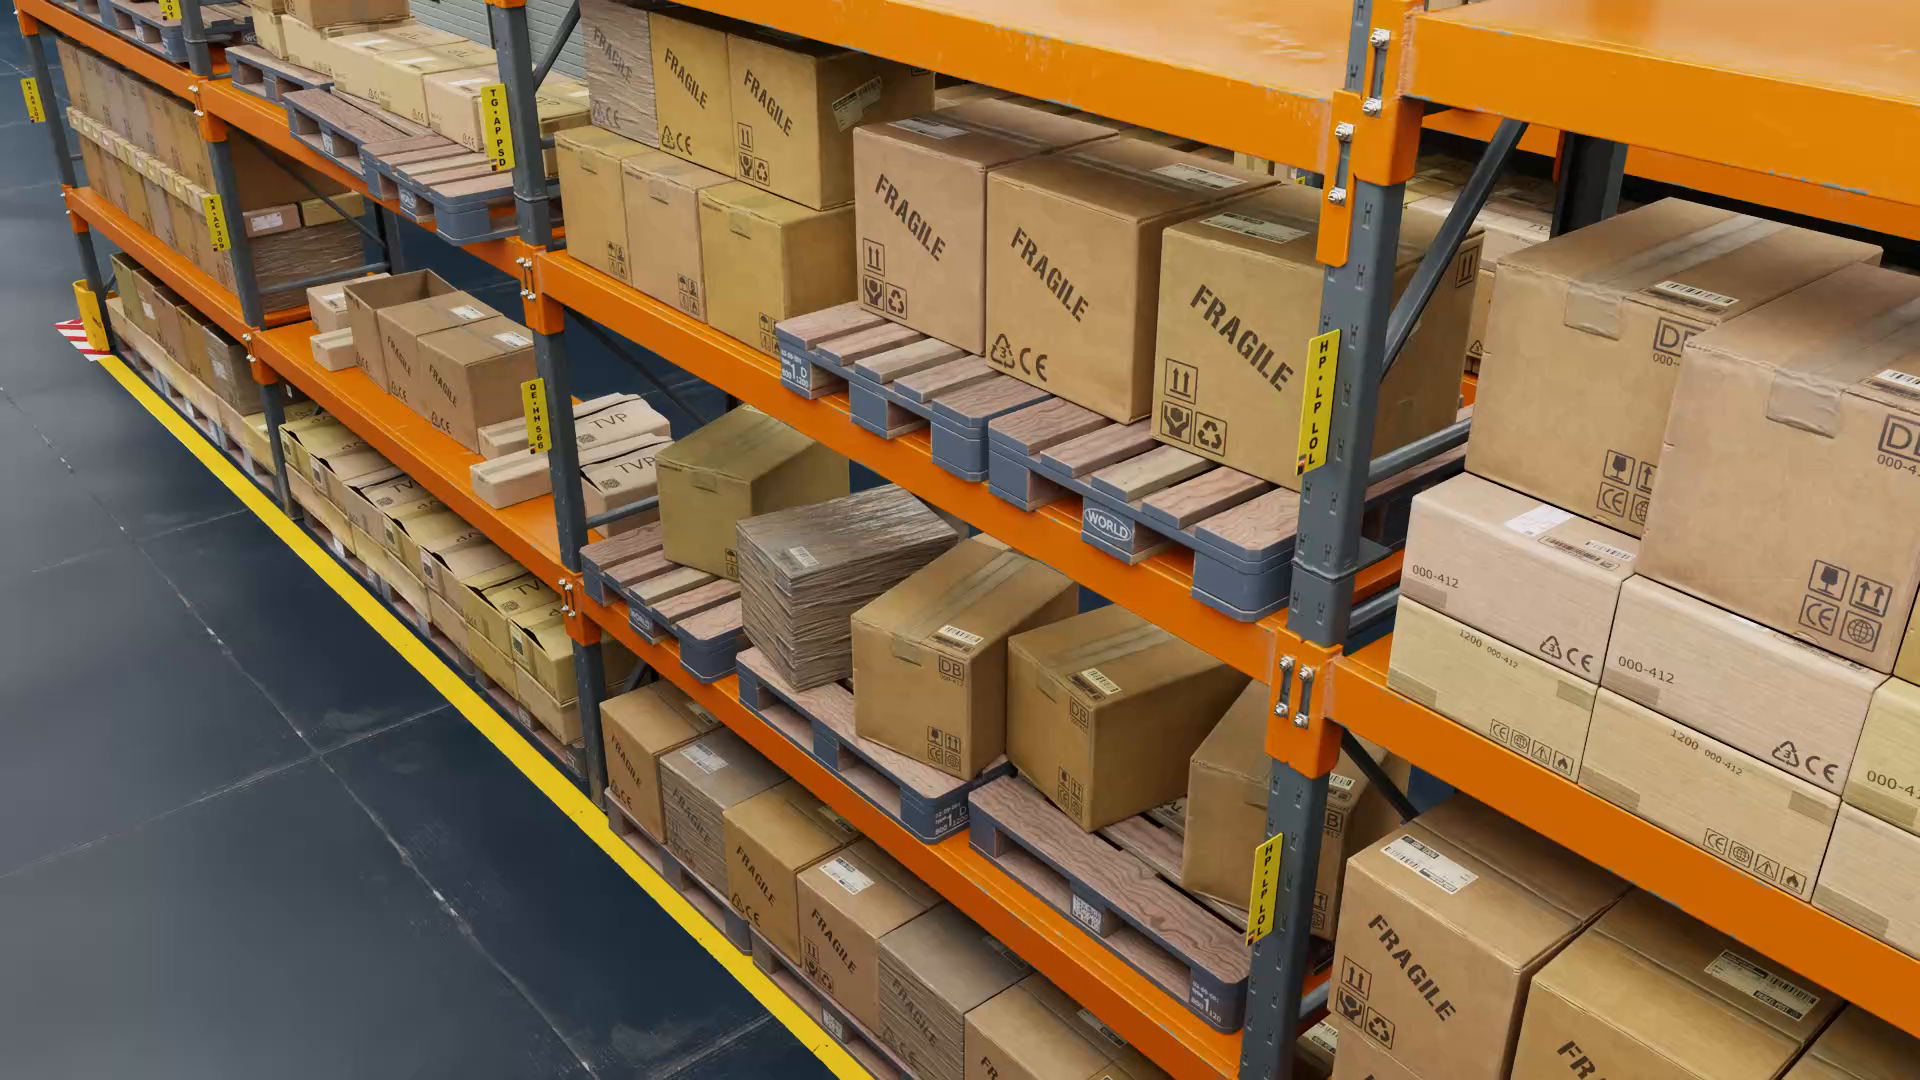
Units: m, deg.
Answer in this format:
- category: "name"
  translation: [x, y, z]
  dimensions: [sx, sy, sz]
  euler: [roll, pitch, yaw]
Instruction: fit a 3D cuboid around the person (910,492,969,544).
- category: "person"
  translation: [-0.170, -0.393, 9.408]
  dimensions: [0.367, 1.713, 0.538]
  euler: [-21, 35, -34]
